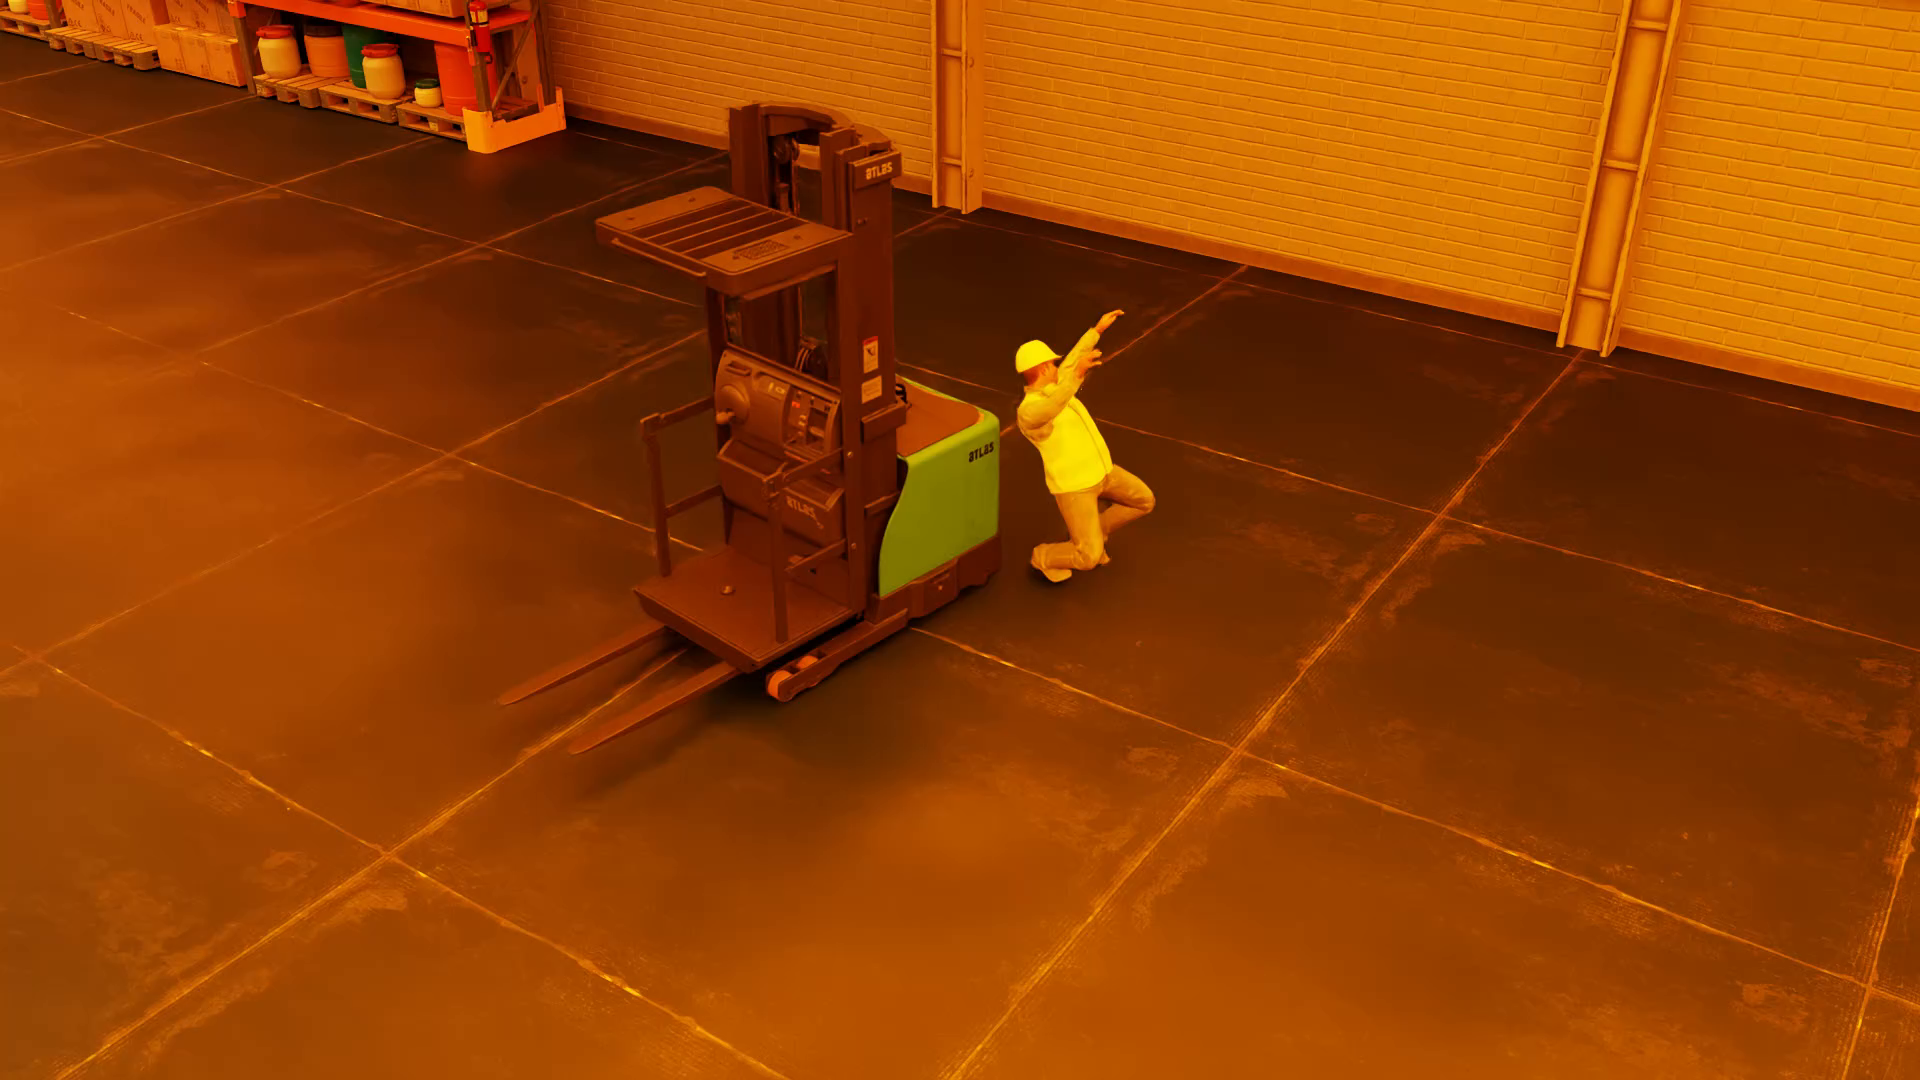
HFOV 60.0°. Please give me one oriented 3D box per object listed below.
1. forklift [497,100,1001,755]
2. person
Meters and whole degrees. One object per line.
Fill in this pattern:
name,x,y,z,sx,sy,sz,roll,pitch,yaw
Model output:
forklift,-1.126,-0.683,8.757,1.130,2.935,3.031,25,38,36
person,0.733,-0.534,9.830,0.818,1.626,1.008,15,34,25
